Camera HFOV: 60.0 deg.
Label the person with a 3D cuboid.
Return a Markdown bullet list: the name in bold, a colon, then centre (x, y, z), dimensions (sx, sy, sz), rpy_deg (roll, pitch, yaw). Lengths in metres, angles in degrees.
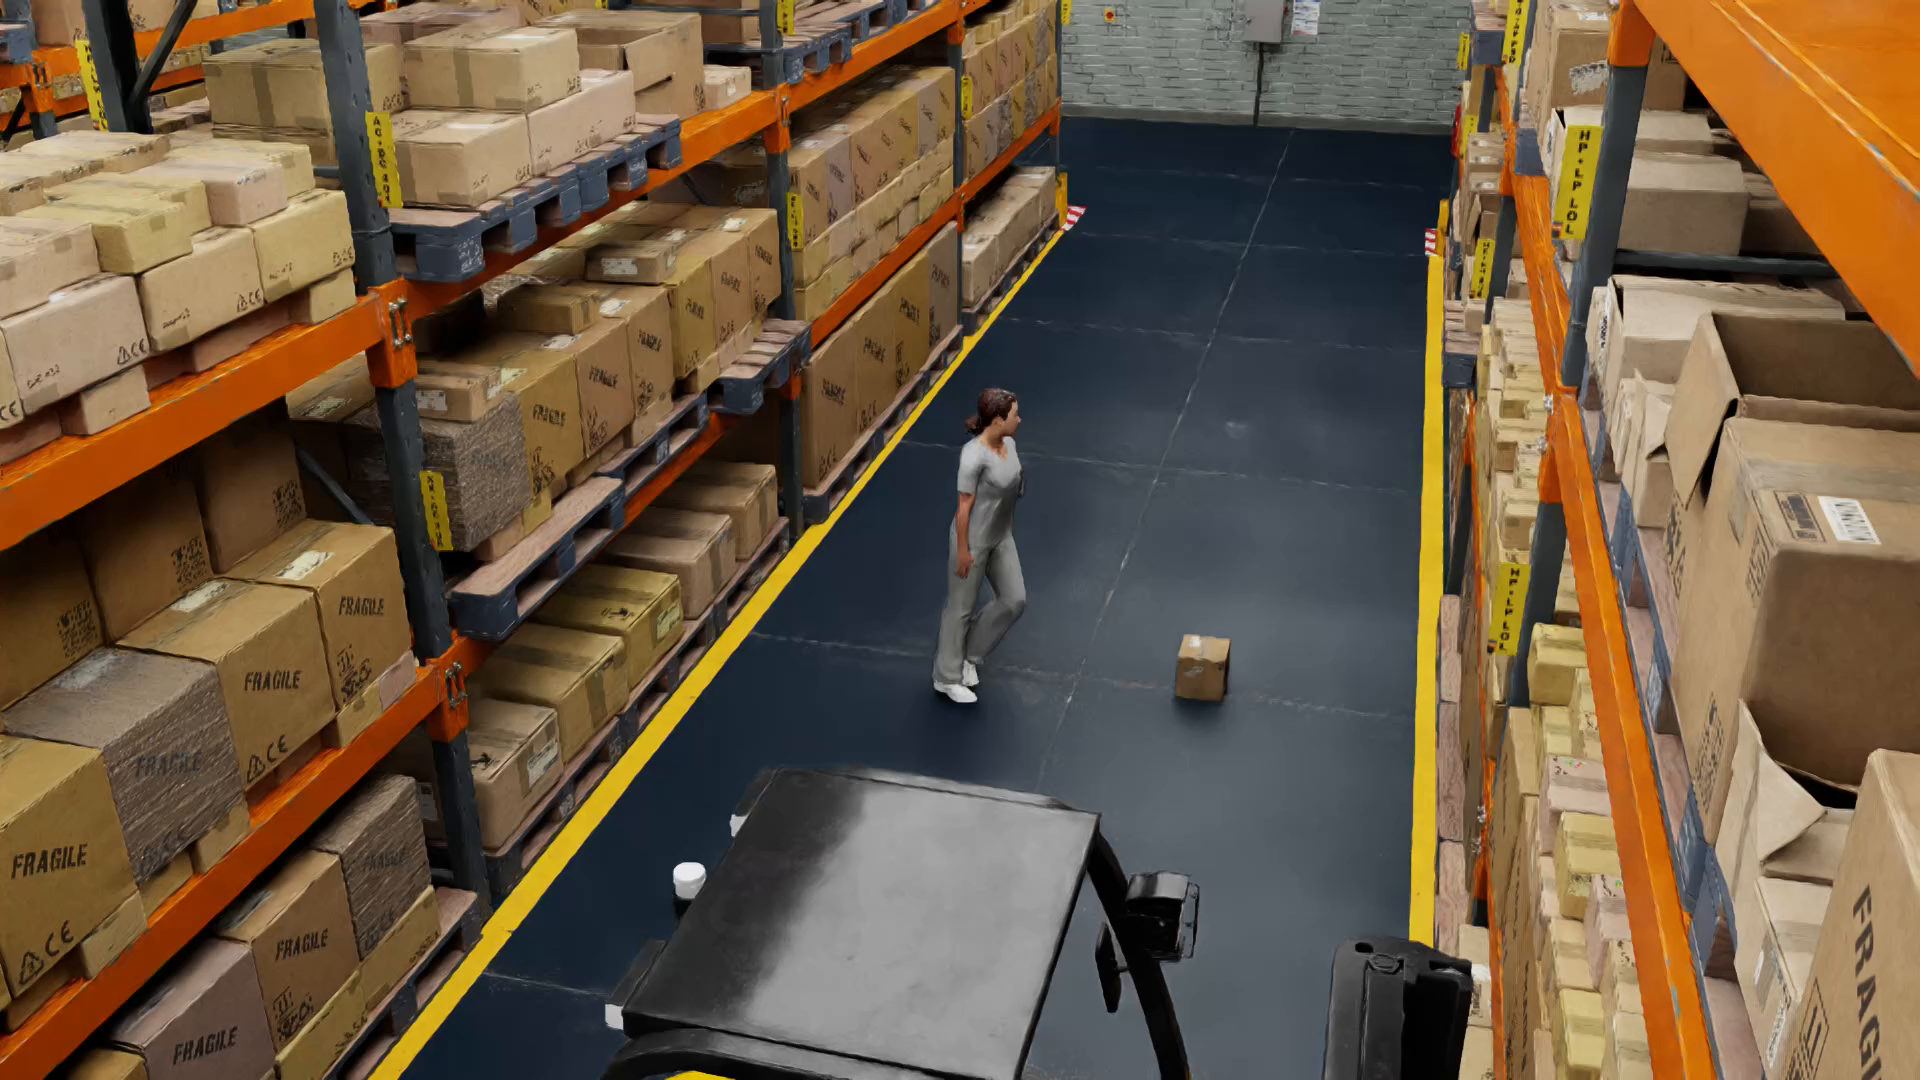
- **person**: centre (0.133, 0.069, 8.618), dimensions (0.394, 1.518, 0.569), rpy_deg (20, 32, 35)
